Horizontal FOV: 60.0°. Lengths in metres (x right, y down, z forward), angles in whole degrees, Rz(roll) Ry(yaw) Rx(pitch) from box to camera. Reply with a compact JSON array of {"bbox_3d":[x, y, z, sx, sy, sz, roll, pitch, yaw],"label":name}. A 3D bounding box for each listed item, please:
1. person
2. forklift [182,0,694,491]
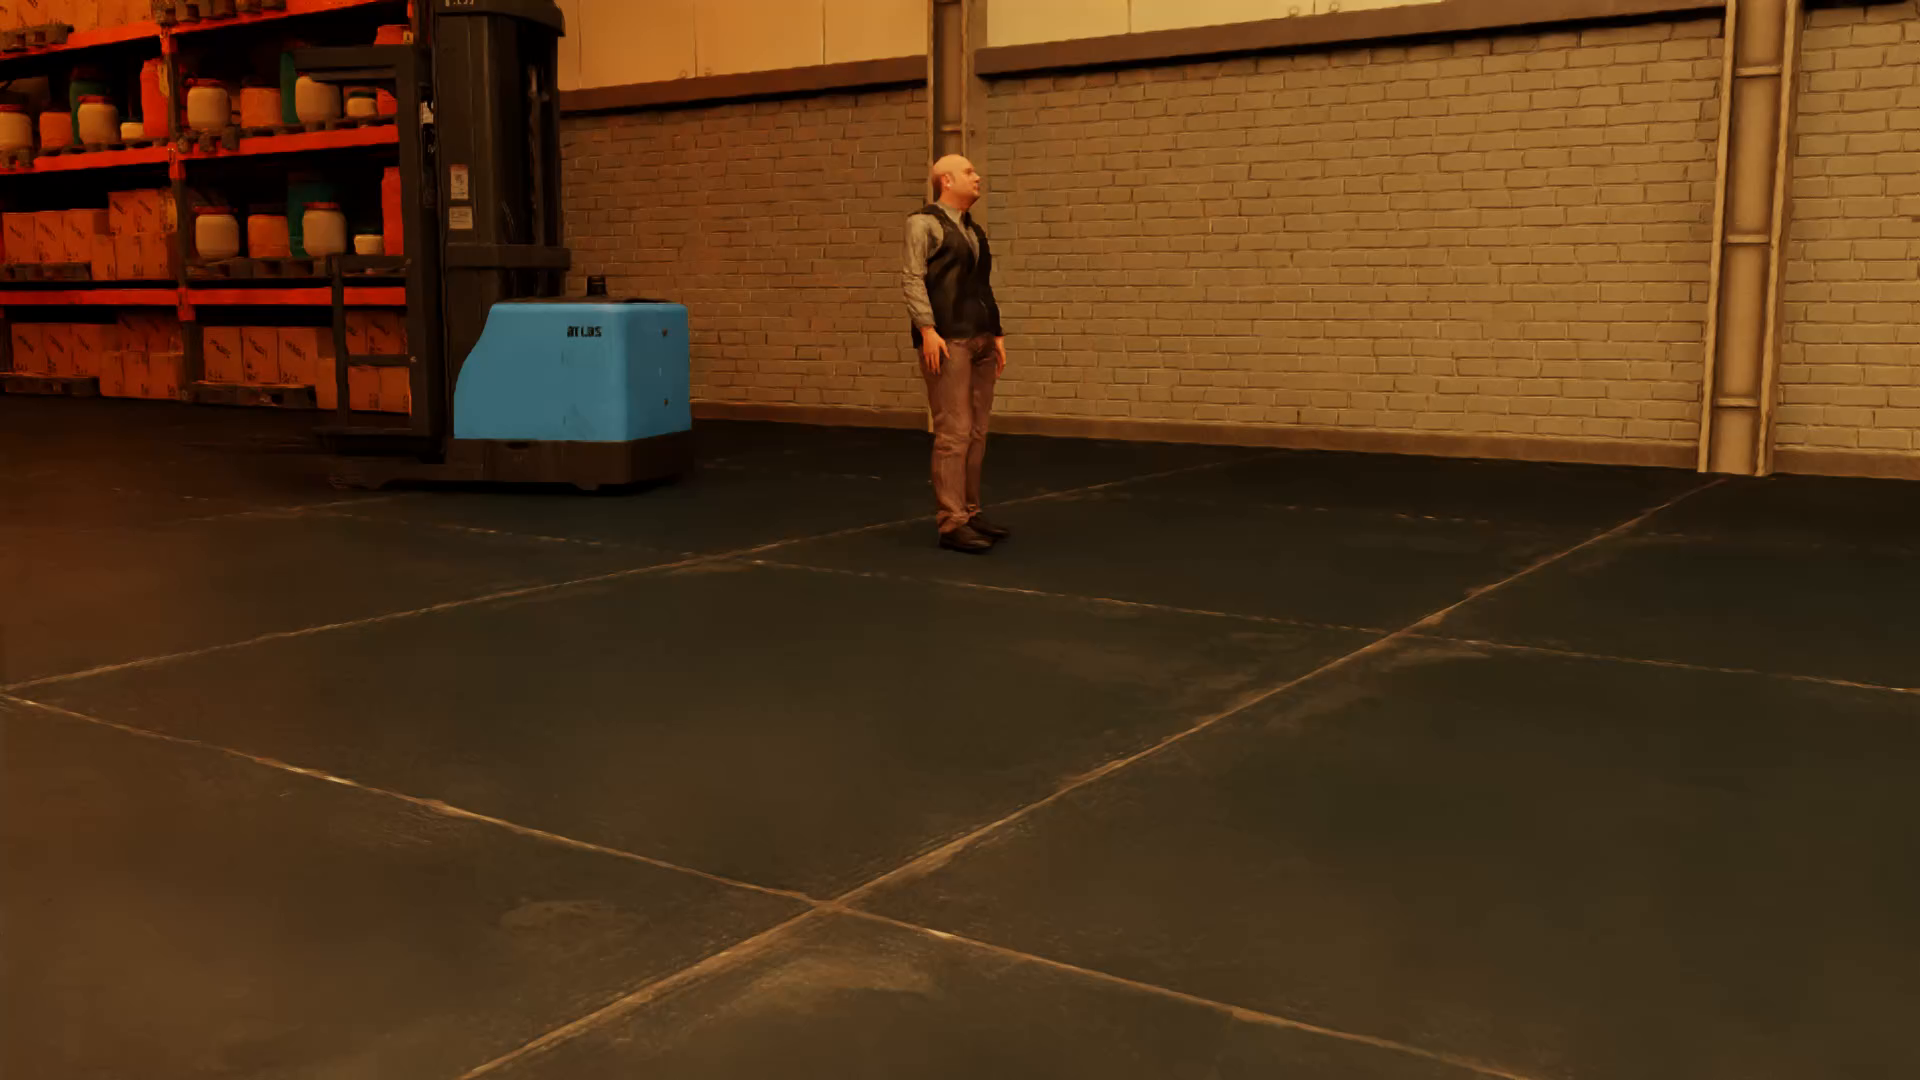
[{"bbox_3d":[0.047,-0.853,7.440,0.567,1.720,0.632,5,10,34],"label":"person"},{"bbox_3d":[-3.203,-1.811,9.931,3.031,2.935,1.130,2,8,14],"label":"forklift"}]
